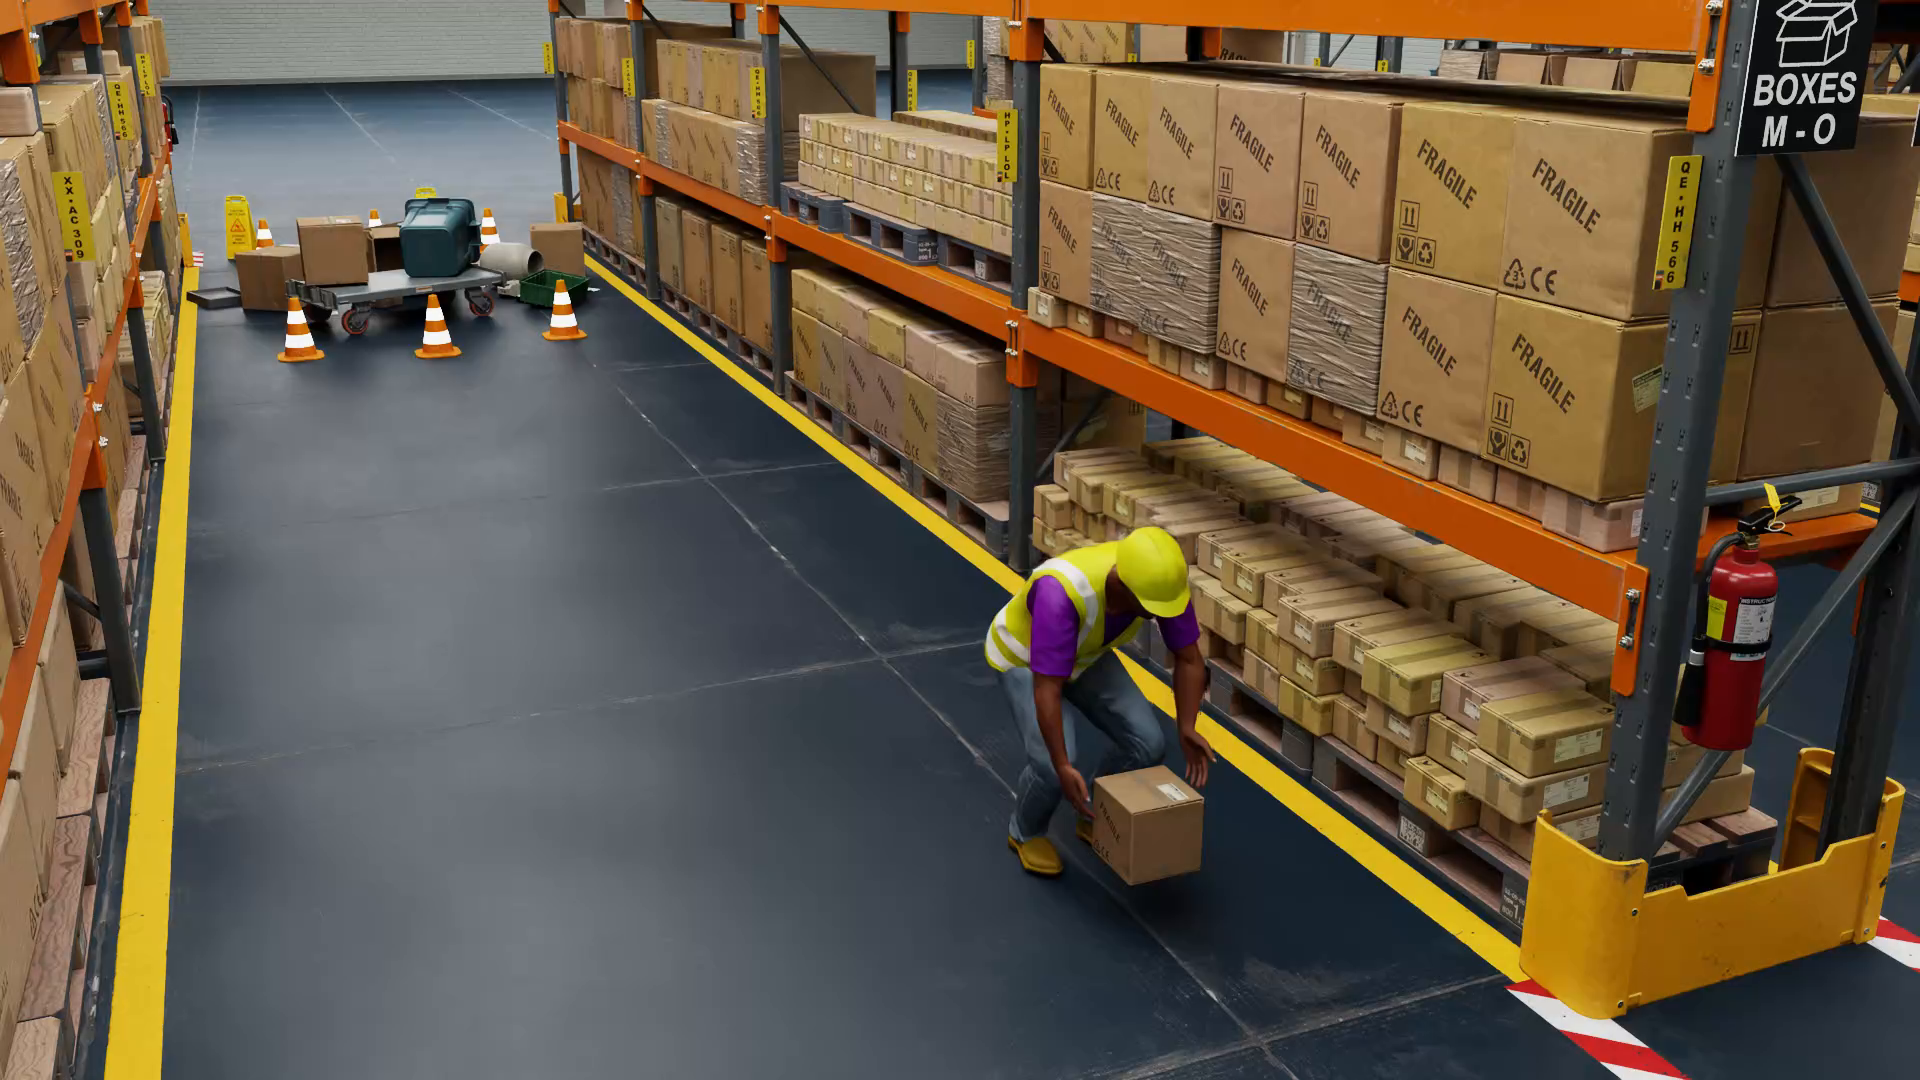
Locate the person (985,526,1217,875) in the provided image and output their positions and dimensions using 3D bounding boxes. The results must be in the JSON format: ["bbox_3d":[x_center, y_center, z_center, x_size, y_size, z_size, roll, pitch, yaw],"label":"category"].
[{"bbox_3d":[0.445,0.476,5.412,0.626,1.260,0.823,-9,20,-24],"label":"person"}]
